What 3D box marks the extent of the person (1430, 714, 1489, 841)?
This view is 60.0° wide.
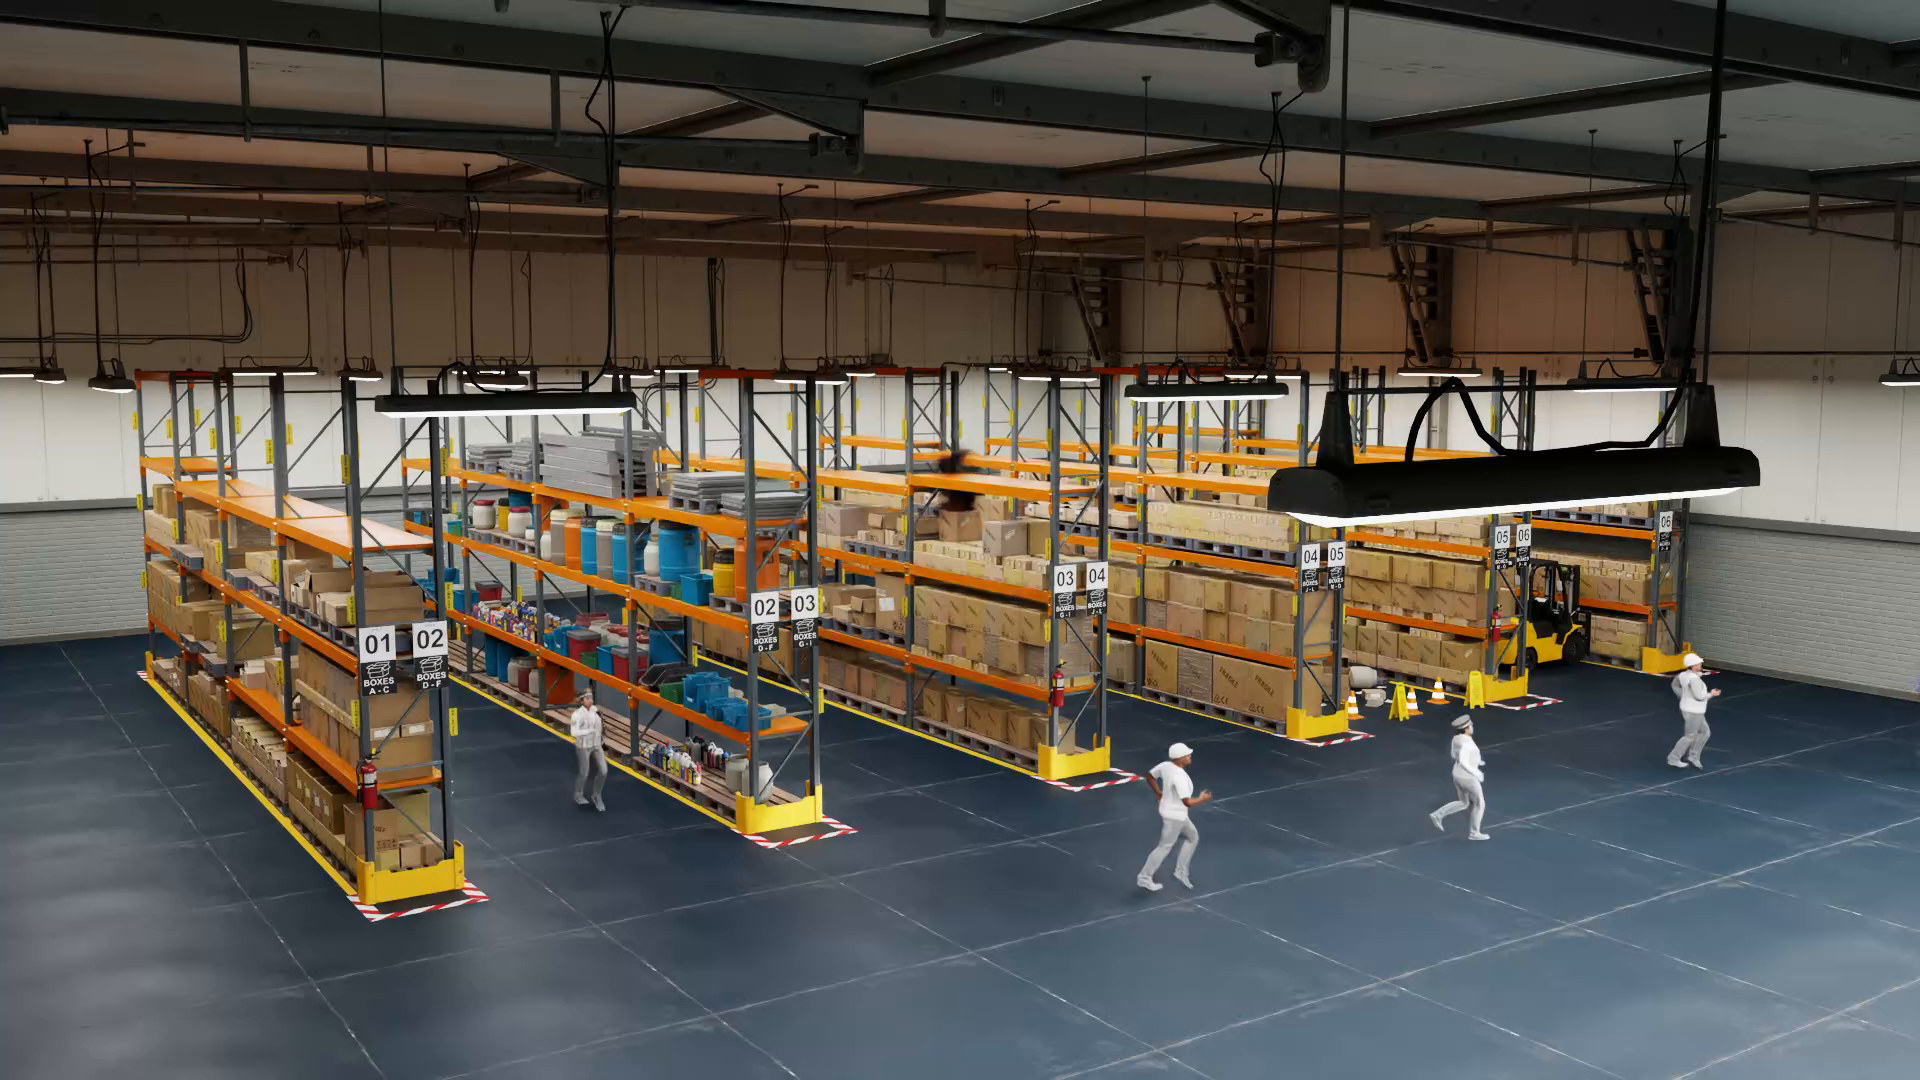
[{"bbox_3d":[6.534,3.077,21.544,0.726,1.660,0.625,-1,6,-5],"label":"person"}]

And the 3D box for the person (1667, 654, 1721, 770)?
[{"bbox_3d":[11.116,2.618,25.190,0.711,1.814,0.637,1,7,12],"label":"person"}]

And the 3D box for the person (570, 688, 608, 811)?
[{"bbox_3d":[-5.125,2.898,23.038,0.592,1.734,0.684,-6,9,-43],"label":"person"}]

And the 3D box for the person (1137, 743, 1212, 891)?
[{"bbox_3d":[2.497,3.260,19.524,0.889,1.798,0.710,-1,6,-5],"label":"person"}]
